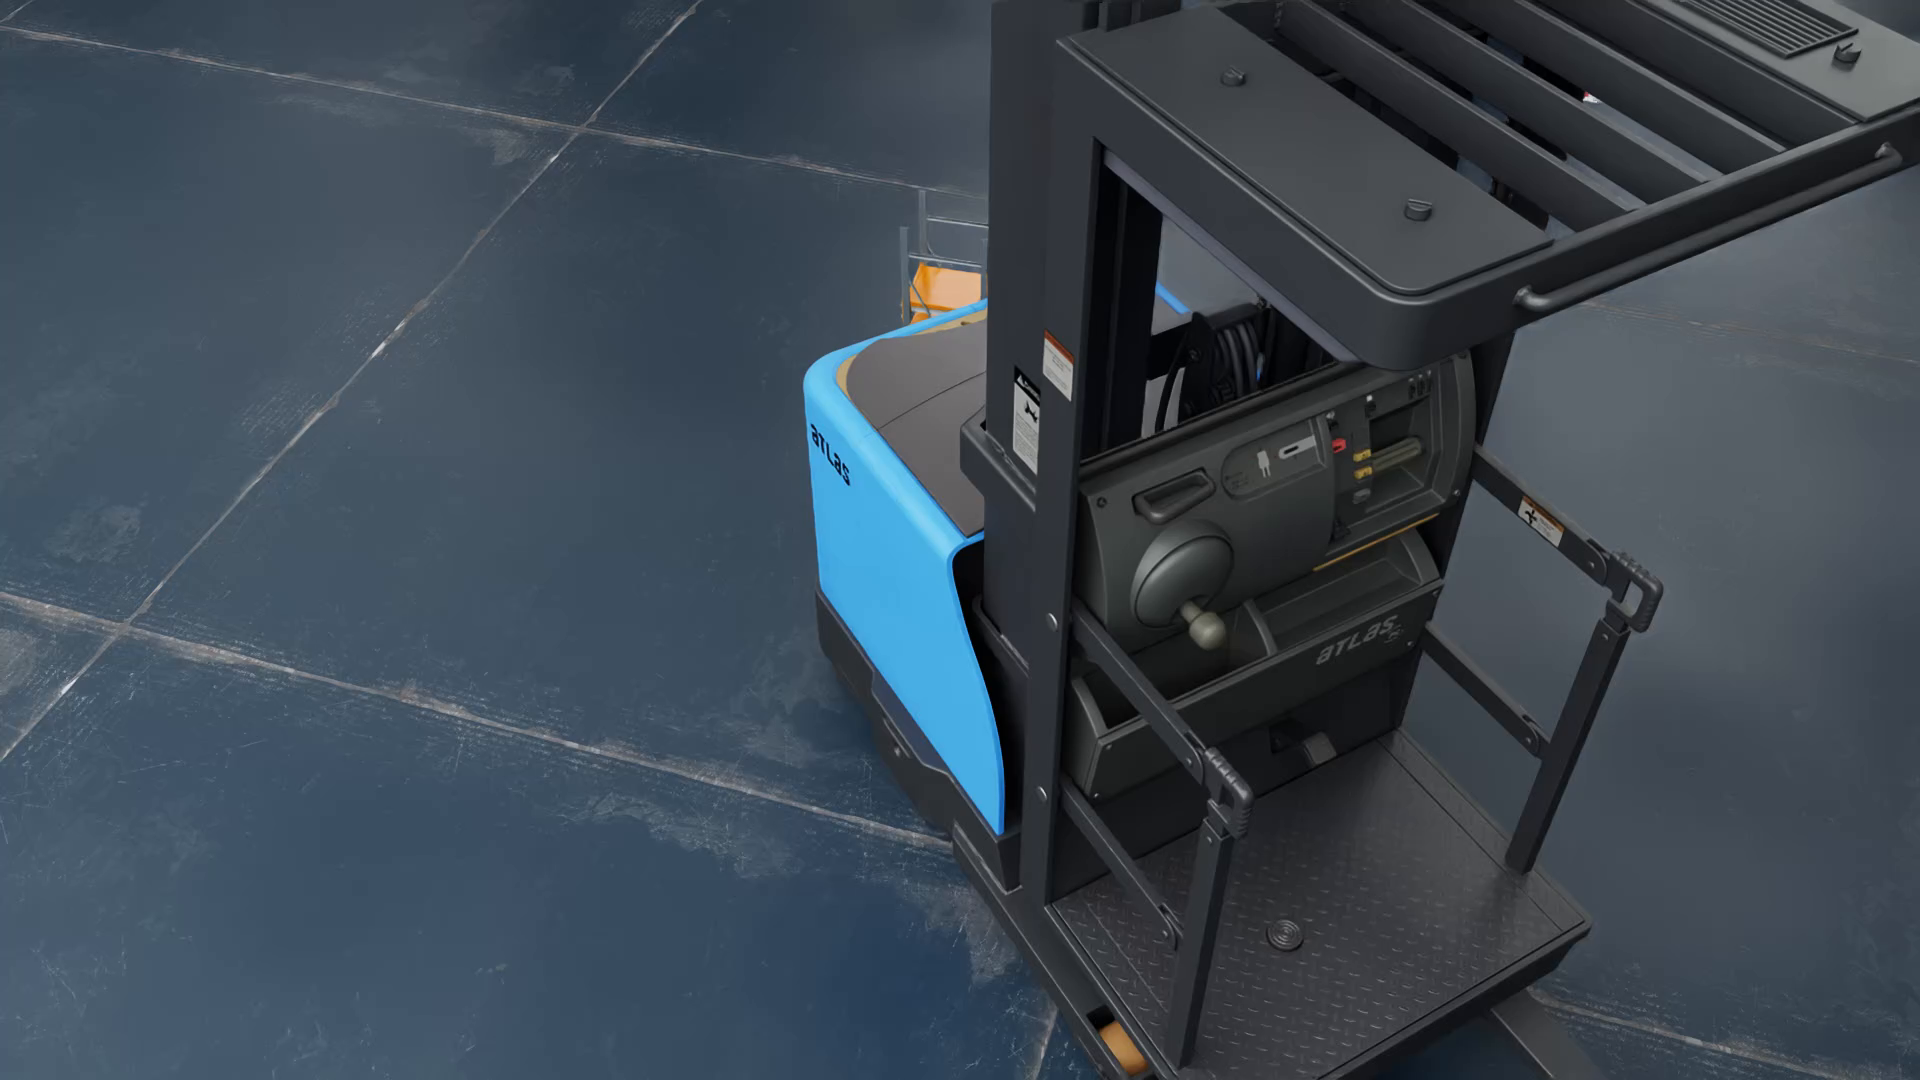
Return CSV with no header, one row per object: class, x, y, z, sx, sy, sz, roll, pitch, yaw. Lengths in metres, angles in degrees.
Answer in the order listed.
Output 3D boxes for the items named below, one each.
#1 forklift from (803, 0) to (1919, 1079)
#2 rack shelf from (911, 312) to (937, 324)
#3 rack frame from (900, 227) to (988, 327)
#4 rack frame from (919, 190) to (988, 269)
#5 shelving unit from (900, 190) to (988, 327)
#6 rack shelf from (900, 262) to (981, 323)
forklift,0.763,-0.006,3.161,1.130,2.935,3.031,-22,49,-21
rack shelf,-0.017,-0.575,4.699,0.258,0.103,0.180,10,45,10
rack frame,-0.039,-0.373,4.772,0.240,1.200,0.006,10,45,10
rack frame,0.007,-0.497,4.899,0.240,1.200,0.006,10,45,10
shelving unit,-0.016,-0.435,4.836,0.258,1.200,0.189,10,45,10
rack shelf,-0.017,-0.661,4.615,0.258,0.103,0.180,10,45,10
